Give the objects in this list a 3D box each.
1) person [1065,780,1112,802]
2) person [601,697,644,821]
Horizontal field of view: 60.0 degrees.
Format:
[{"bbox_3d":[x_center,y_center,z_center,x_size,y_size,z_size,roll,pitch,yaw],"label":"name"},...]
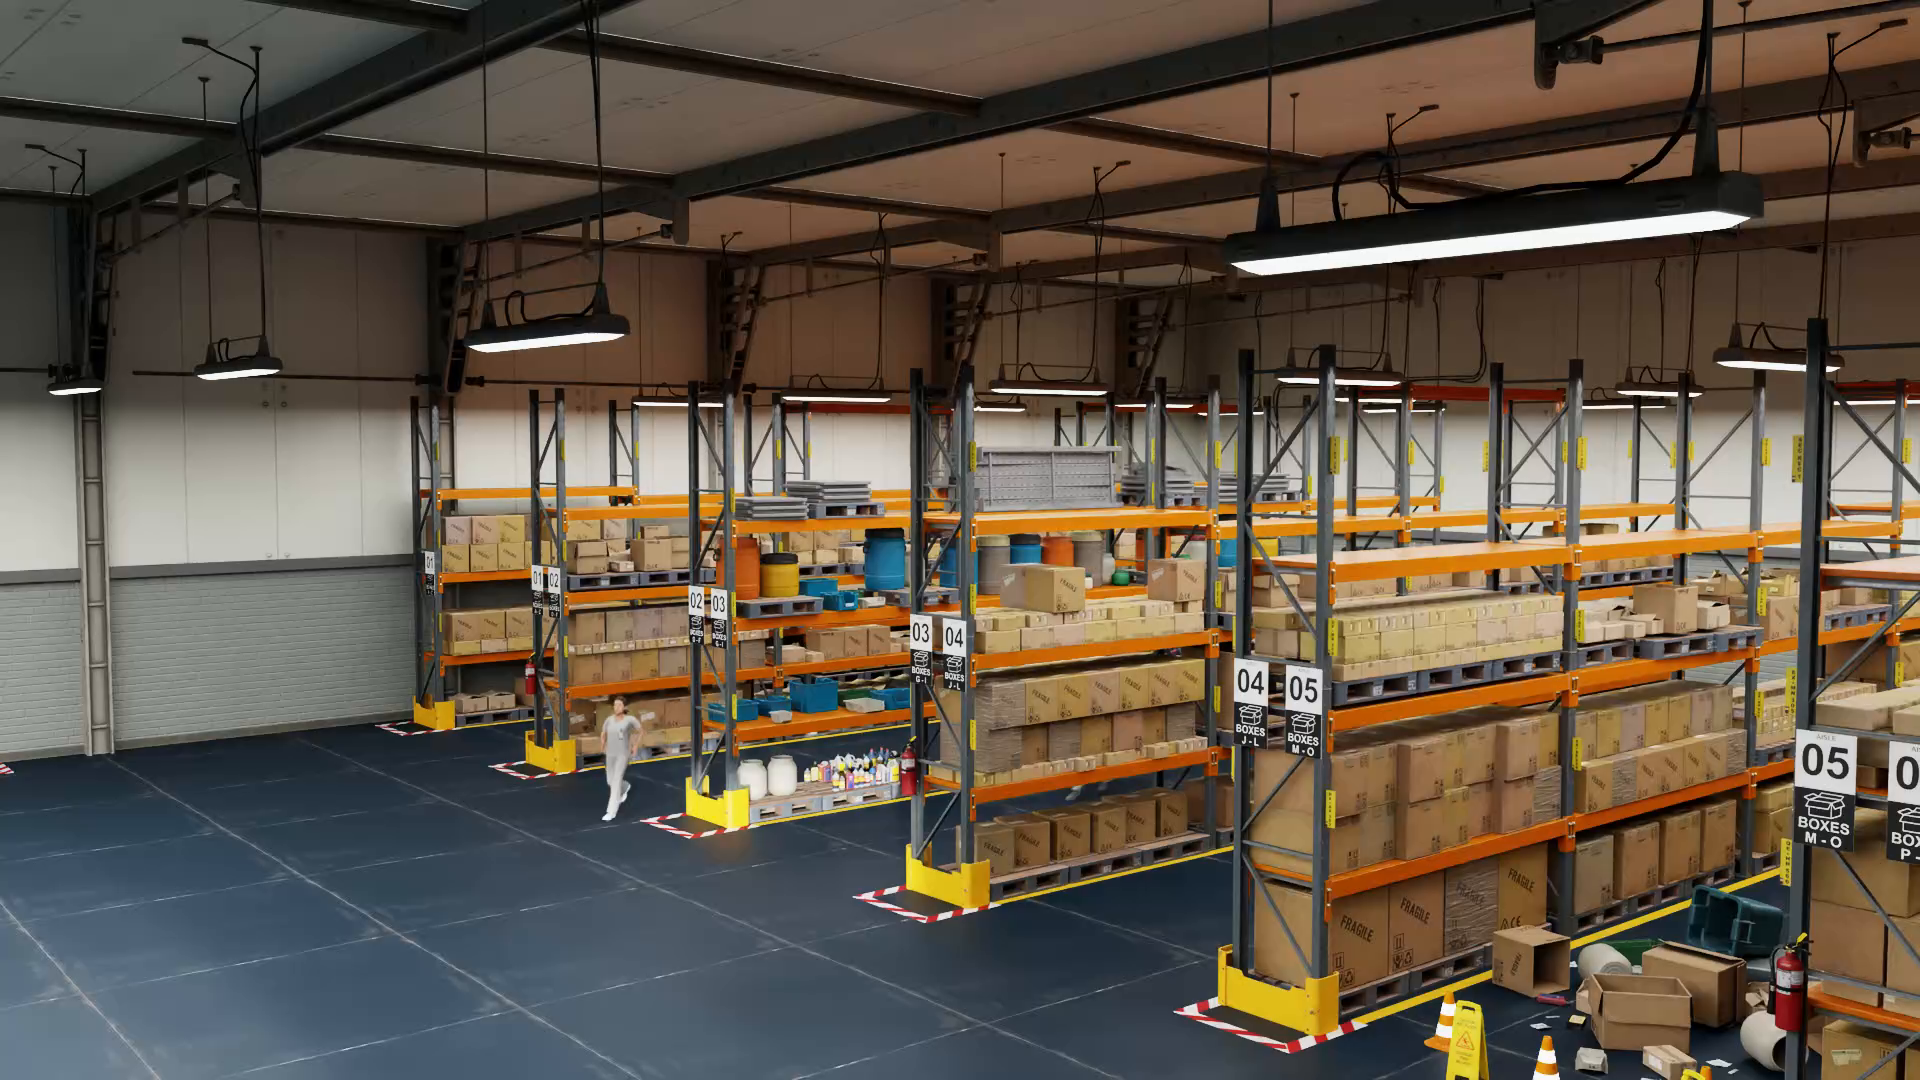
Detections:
[{"bbox_3d":[1.907,2.842,24.114,0.912,1.817,0.629,-3,5,-42],"label":"person"},{"bbox_3d":[-4.685,2.983,22.981,0.593,1.660,0.900,1,3,11],"label":"person"}]
